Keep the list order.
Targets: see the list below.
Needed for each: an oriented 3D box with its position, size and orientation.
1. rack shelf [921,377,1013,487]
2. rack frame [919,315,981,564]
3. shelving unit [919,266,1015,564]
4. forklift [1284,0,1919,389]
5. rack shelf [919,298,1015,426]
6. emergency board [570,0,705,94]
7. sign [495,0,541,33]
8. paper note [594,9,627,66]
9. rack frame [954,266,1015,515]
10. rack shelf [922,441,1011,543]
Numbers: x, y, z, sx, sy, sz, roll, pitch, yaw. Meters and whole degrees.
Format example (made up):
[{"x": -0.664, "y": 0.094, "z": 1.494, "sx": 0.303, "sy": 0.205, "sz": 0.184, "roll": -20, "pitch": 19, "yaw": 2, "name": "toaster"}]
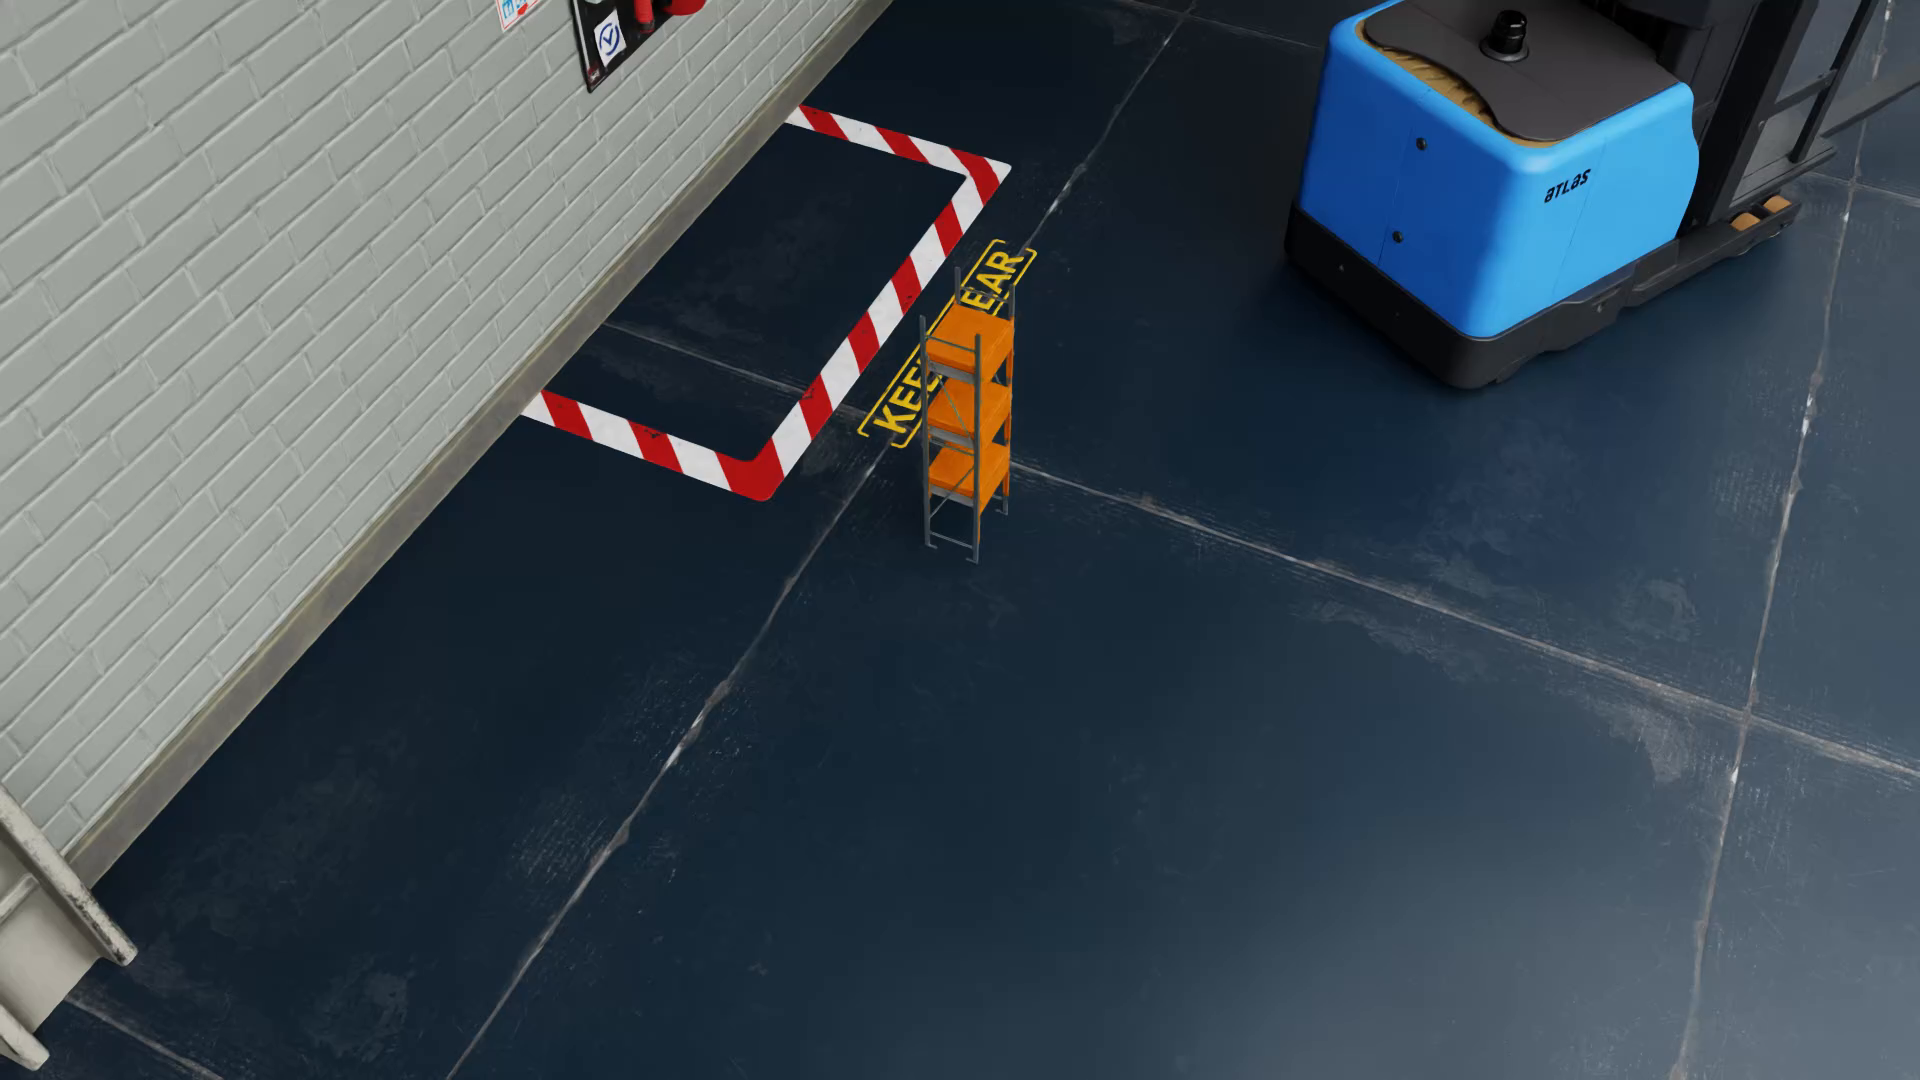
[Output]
[{"x": 0.023, "y": -0.370, "z": 5.390, "sx": 0.215, "sy": 0.259, "sz": 0.240, "roll": 20, "pitch": 52, "yaw": 16, "name": "rack shelf"}, {"x": -0.029, "y": -0.293, "z": 5.310, "sx": 0.200, "sy": 1.050, "sz": 0.008, "roll": 20, "pitch": 52, "yaw": 16, "name": "rack frame"}, {"x": 0.023, "y": -0.377, "z": 5.382, "sx": 0.215, "sy": 1.050, "sz": 0.252, "roll": 20, "pitch": 52, "yaw": 16, "name": "shelving unit"}, {"x": 2.798, "y": -2.410, "z": 5.876, "sx": 3.031, "sy": 2.935, "sz": 1.130, "roll": -28, "pitch": 55, "yaw": -21, "name": "forklift"}, {"x": 0.023, "y": -0.554, "z": 5.173, "sx": 0.215, "sy": 0.259, "sz": 0.240, "roll": 20, "pitch": 52, "yaw": 16, "name": "rack shelf"}, {"x": -1.094, "y": -2.155, "z": 5.614, "sx": 0.194, "sy": 1.169, "sz": 0.643, "roll": 20, "pitch": 52, "yaw": 16, "name": "emergency board"}, {"x": -1.424, "y": -1.819, "z": 5.305, "sx": 0.001, "sy": 0.329, "sz": 0.234, "roll": 20, "pitch": 52, "yaw": 16, "name": "sign"}, {"x": -1.232, "y": -1.770, "z": 5.865, "sx": 0.016, "sy": 0.148, "sz": 0.142, "roll": 20, "pitch": 52, "yaw": 16, "name": "paper note"}, {"x": 0.075, "y": -0.461, "z": 5.453, "sx": 0.200, "sy": 1.050, "sz": 0.008, "roll": 20, "pitch": 52, "yaw": 16, "name": "rack frame"}, {"x": 0.023, "y": -0.190, "z": 5.601, "sx": 0.215, "sy": 0.259, "sz": 0.240, "roll": 20, "pitch": 52, "yaw": 16, "name": "rack shelf"}]
